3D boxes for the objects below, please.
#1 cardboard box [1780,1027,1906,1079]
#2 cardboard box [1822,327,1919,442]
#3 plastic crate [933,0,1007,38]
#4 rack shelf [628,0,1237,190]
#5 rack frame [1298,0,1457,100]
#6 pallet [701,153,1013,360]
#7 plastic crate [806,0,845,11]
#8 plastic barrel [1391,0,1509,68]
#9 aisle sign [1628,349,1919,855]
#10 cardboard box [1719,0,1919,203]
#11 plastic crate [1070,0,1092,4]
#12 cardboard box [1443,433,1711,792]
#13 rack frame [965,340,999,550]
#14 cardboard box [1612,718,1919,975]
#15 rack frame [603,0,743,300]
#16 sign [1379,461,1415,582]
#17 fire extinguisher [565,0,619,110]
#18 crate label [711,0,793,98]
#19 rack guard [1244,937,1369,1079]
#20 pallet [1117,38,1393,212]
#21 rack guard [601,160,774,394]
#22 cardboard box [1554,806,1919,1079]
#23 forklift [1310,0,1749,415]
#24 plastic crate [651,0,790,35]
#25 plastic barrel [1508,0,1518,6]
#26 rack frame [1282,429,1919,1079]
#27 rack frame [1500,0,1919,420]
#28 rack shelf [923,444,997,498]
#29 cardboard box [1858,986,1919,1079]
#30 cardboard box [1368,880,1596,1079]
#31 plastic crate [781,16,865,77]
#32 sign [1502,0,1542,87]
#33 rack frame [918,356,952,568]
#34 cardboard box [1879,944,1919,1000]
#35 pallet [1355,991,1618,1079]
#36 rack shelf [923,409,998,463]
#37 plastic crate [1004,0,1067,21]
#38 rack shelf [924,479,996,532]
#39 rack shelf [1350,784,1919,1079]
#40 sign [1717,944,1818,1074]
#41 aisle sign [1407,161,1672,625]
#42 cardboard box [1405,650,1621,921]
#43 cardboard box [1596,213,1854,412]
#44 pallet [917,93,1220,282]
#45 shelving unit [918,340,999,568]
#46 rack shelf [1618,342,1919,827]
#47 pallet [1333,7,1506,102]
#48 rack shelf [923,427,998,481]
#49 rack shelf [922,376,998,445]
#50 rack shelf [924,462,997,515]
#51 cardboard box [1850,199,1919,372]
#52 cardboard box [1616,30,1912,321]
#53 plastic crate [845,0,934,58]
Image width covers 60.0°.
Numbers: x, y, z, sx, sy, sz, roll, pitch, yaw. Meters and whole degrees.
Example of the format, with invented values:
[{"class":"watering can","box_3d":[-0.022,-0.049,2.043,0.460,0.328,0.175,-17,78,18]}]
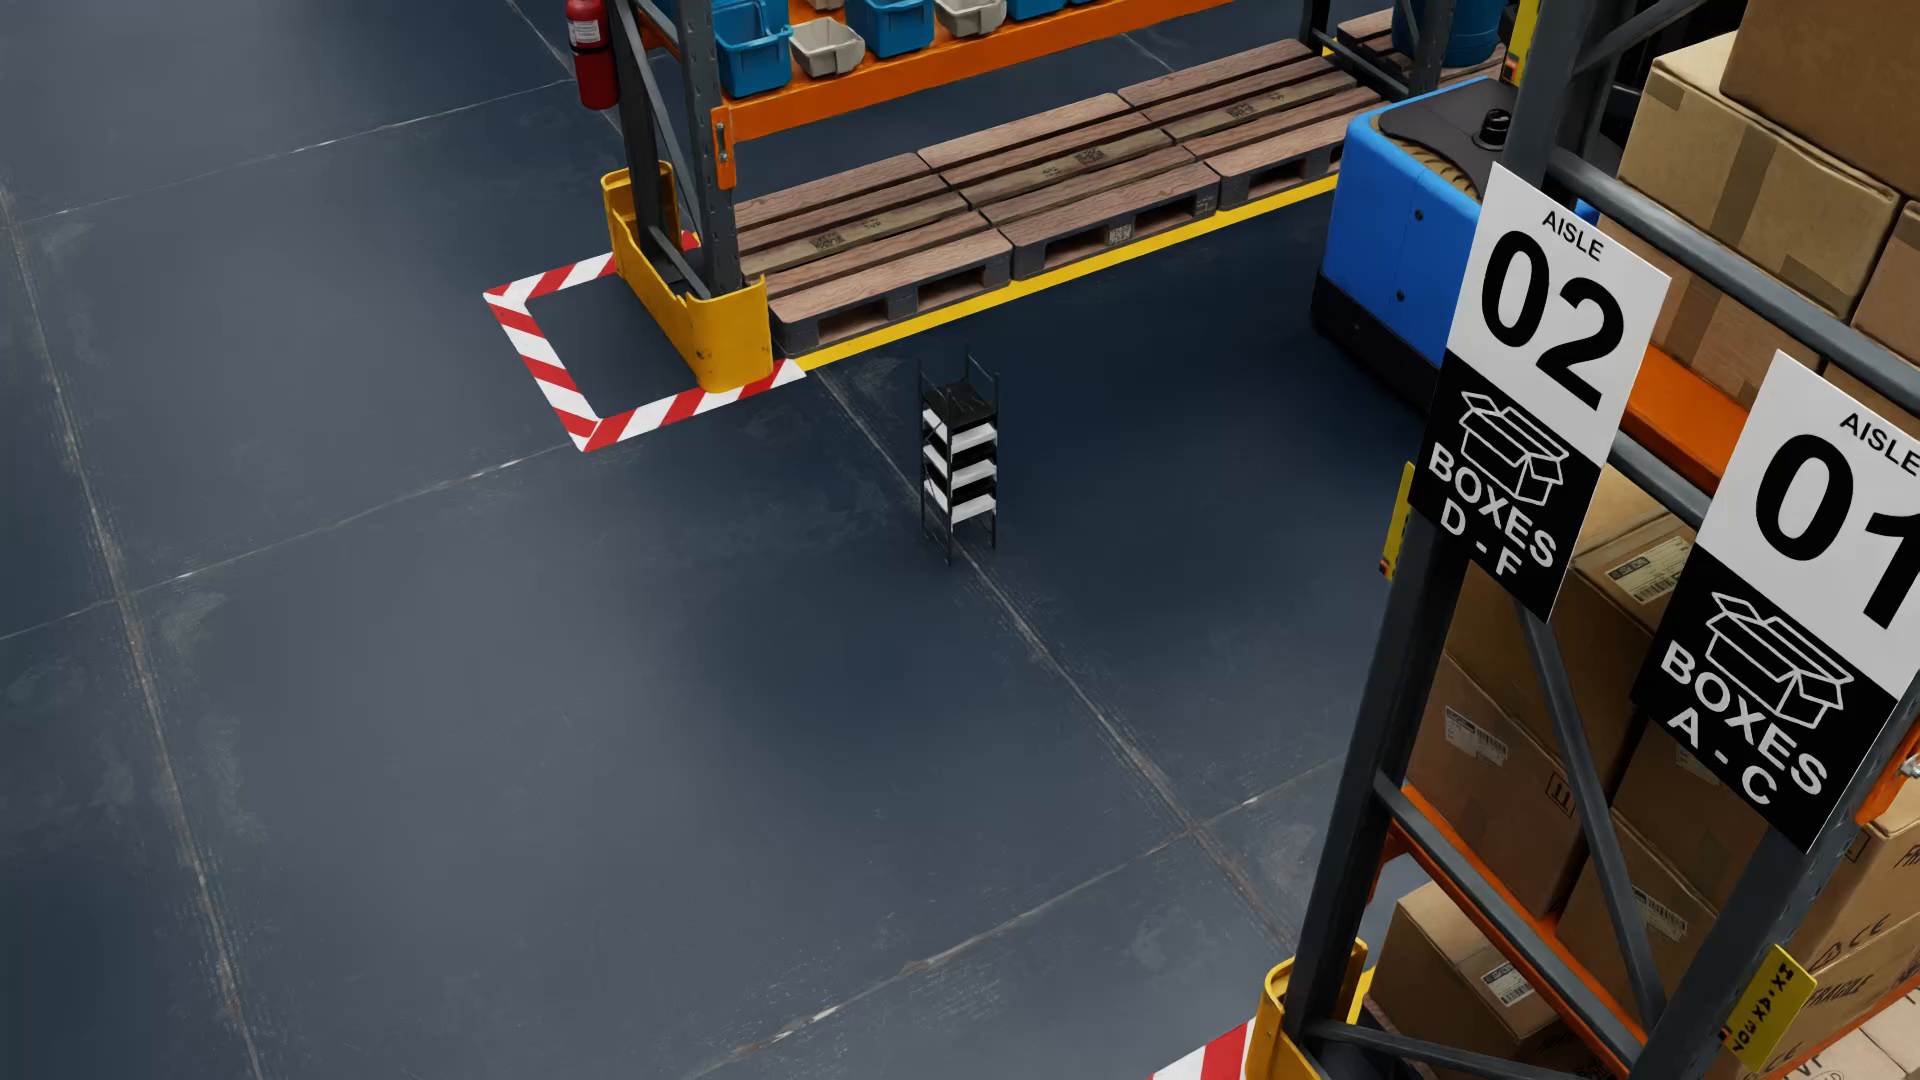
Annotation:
[{"class":"cardboard box","box_3d":[2.264,1.490,4.719,0.500,0.250,0.500,-22,48,-21]},{"class":"cardboard box","box_3d":[1.790,-0.195,2.751,0.500,0.250,0.500,-22,48,-21]},{"class":"plastic crate","box_3d":[0.039,-2.251,7.062,0.298,0.136,0.250,-22,48,-21]},{"class":"rack shelf","box_3d":[0.488,-2.576,7.767,4.000,0.370,1.077,-22,48,-21]},{"class":"rack frame","box_3d":[2.222,-3.528,8.232,0.127,3.000,1.000,-22,48,-21]},{"class":"pallet","box_3d":[-0.512,-1.402,8.043,1.213,0.211,1.003,-22,48,-21]},{"class":"plastic crate","box_3d":[-0.630,-2.459,7.277,0.243,0.136,0.396,-22,48,-21]},{"class":"plastic barrel","box_3d":[2.702,-3.104,9.000,0.708,0.901,0.600,-22,48,-21]},{"class":"aisle sign","box_3d":[1.305,0.120,2.606,0.004,0.787,0.394,-22,48,-21]},{"class":"cardboard box","box_3d":[1.655,-0.807,2.484,0.500,0.500,0.700,-22,48,-21]},{"class":"plastic crate","box_3d":[0.533,-2.550,7.300,0.300,0.233,0.416,-22,48,-21]},{"class":"cardboard box","box_3d":[1.467,0.137,3.665,0.500,0.500,0.500,-22,48,-21]},{"class":"rack frame","box_3d":[0.081,-0.355,6.470,0.006,0.900,0.240,-22,48,-21]},{"class":"cardboard box","box_3d":[1.734,0.463,3.330,0.500,0.500,0.500,-20,48,-20]},{"class":"rack frame","box_3d":[-1.247,-2.140,6.802,0.127,3.000,1.000,-22,48,-21]},{"class":"sign","box_3d":[0.959,-0.019,3.557,0.005,0.325,0.100,-22,48,-21]},{"class":"fire extinguisher","box_3d":[-1.604,-2.201,7.187,0.183,0.674,0.296,-22,48,-21]},{"class":"crate label","box_3d":[-0.868,-1.989,6.722,0.303,0.233,0.416,-22,48,-21]},{"class":"rack guard","box_3d":[1.284,1.723,4.616,0.348,0.500,1.175,-22,48,-21]},{"class":"pallet","box_3d":[1.603,-2.249,8.916,1.213,0.211,1.003,-22,48,-21]},{"class":"rack guard","box_3d":[-1.261,-1.227,7.655,0.348,0.500,1.175,-22,48,-21]},{"class":"cardboard box","box_3d":[1.734,0.822,3.678,0.500,0.500,0.500,-21,48,-20]},{"class":"forklift","box_3d":[3.172,-2.282,6.997,3.031,2.935,1.130,-21,48,-20]},{"class":"plastic crate","box_3d":[-1.049,-2.403,7.004,0.499,0.435,0.616,-22,48,-21]},{"class":"plastic barrel","box_3d":[3.316,-3.350,9.253,0.708,0.901,0.600,-22,48,-21]},{"class":"rack frame","box_3d":[1.218,0.852,3.718,0.127,3.000,1.000,-22,48,-21]},{"class":"rack frame","box_3d":[1.218,-1.301,1.629,0.127,3.000,1.000,-22,48,-21]},{"class":"rack shelf","box_3d":[-0.007,-0.296,6.457,0.200,0.077,0.258,-22,48,-21]},{"class":"cardboard box","box_3d":[2.698,1.317,4.898,0.500,0.250,0.500,-22,48,-21]},{"class":"cardboard box","box_3d":[1.567,1.254,4.783,0.500,0.500,0.500,-22,48,-21]},{"class":"plastic crate","box_3d":[-0.549,-2.015,6.819,0.298,0.136,0.250,-22,48,-21]},{"class":"sign","box_3d":[0.959,-0.884,2.718,0.005,0.325,0.100,-22,48,-21]},{"class":"rack frame","box_3d":[-0.095,-0.285,6.397,0.006,0.900,0.240,-22,48,-21]},{"class":"cardboard box","box_3d":[2.179,0.639,3.866,0.500,0.500,0.500,-22,48,-21]},{"class":"pallet","box_3d":[1.975,1.549,5.002,1.213,0.211,1.003,-22,48,-21]},{"class":"rack shelf","box_3d":[-0.007,-0.425,6.332,0.200,0.077,0.258,-22,48,-21]},{"class":"plastic crate","box_3d":[0.273,-2.445,7.193,0.300,0.233,0.416,-22,48,-21]},{"class":"rack shelf","box_3d":[-0.007,-0.167,6.582,0.200,0.077,0.258,-22,48,-21]},{"class":"rack shelf","box_3d":[2.952,0.416,4.684,4.000,0.370,1.077,-22,48,-21]},{"class":"sign","box_3d":[1.488,0.869,3.079,0.005,0.325,0.100,-22,48,-21]},{"class":"aisle sign","box_3d":[1.006,-0.242,2.979,0.004,0.787,0.394,-22,48,-21]},{"class":"cardboard box","box_3d":[1.471,0.497,4.013,0.500,0.500,0.500,-20,48,-20]},{"class":"cardboard box","box_3d":[1.532,-0.508,3.073,0.500,0.250,0.500,-22,48,-21]},{"class":"pallet","box_3d":[0.544,-1.823,8.477,1.213,0.211,1.003,-22,48,-21]},{"class":"shelving unit","box_3d":[-0.007,-0.320,6.434,0.210,0.900,0.258,-22,48,-21]},{"class":"rack shelf","box_3d":[2.952,-0.660,3.639,4.000,0.370,1.077,-22,48,-21]},{"class":"pallet","box_3d":[2.912,-2.770,9.453,1.213,0.211,1.003,-22,48,-21]},{"class":"rack shelf","box_3d":[-0.007,-0.361,6.394,0.200,0.077,0.258,-22,48,-21]},{"class":"rack shelf","box_3d":[-0.007,-0.490,6.269,0.200,0.077,0.258,-22,48,-21]},{"class":"rack shelf","box_3d":[-0.007,-0.232,6.520,0.200,0.077,0.258,-22,48,-21]},{"class":"cardboard box","box_3d":[1.793,-0.371,2.573,0.500,0.250,0.500,-22,48,-21]},{"class":"cardboard box","box_3d":[1.536,-0.682,2.894,0.500,0.250,0.500,-22,48,-21]},{"class":"plastic crate","box_3d":[-0.298,-2.217,6.958,0.300,0.233,0.416,-22,48,-21]}]
